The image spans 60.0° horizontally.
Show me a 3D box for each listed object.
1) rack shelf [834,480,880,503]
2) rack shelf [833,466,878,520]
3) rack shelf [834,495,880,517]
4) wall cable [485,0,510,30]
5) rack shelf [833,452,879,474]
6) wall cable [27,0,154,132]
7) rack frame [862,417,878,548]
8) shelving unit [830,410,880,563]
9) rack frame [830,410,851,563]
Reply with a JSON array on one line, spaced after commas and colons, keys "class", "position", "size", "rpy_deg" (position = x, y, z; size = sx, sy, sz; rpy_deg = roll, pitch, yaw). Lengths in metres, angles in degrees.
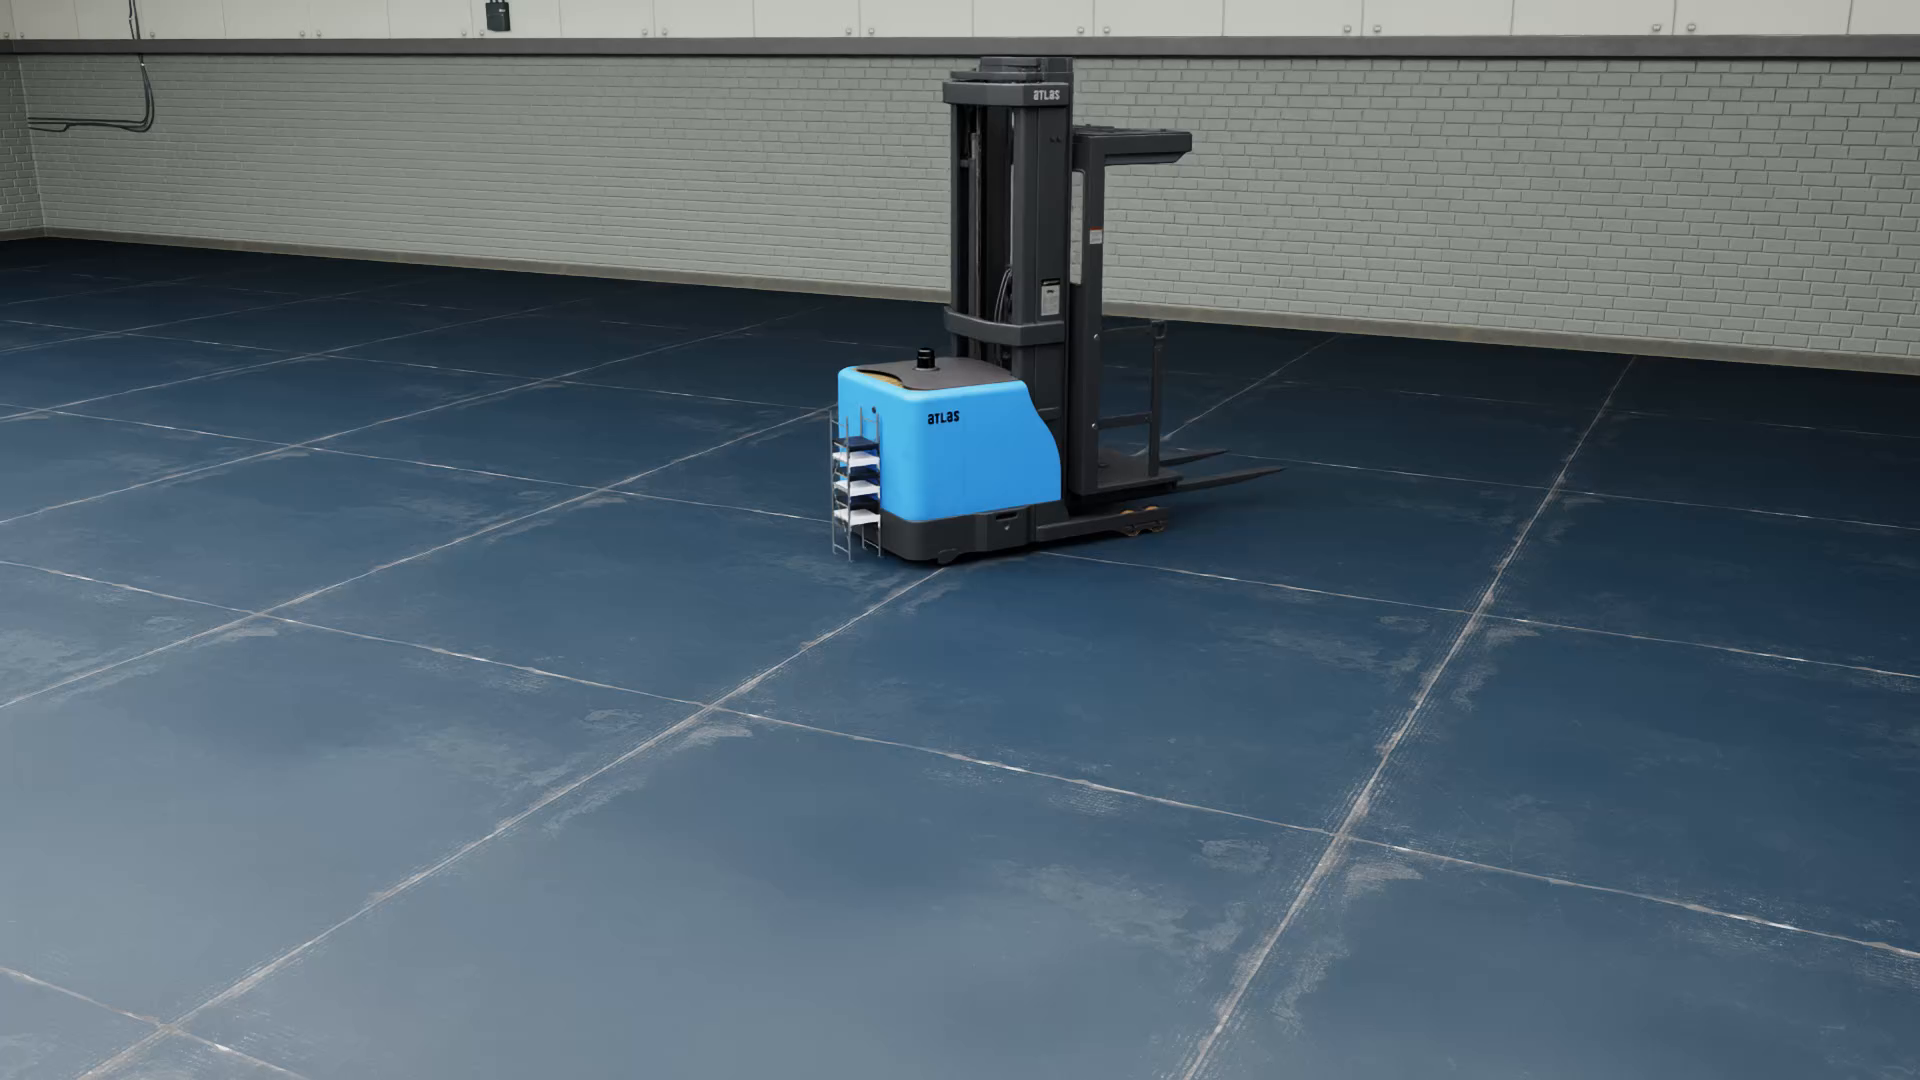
[{"class": "rack shelf", "position": [-0.633, -0.303, 10.080], "size": [0.200, 0.077, 0.258], "rpy_deg": [-9, 19, -29]}, {"class": "rack shelf", "position": [-0.633, -0.286, 10.085], "size": [0.190, 0.281, 0.221], "rpy_deg": [-9, 19, -29]}, {"class": "rack shelf", "position": [-0.633, -0.216, 10.106], "size": [0.200, 0.077, 0.258], "rpy_deg": [-9, 19, -29]}, {"class": "wall cable", "position": [-5.249, -9.530, 20.833], "size": [2.305, 6.003, 0.169], "rpy_deg": [8, 18, 25]}, {"class": "rack shelf", "position": [-0.633, -0.475, 10.029], "size": [0.200, 0.077, 0.258], "rpy_deg": [-9, 19, -29]}, {"class": "wall cable", "position": [-13.735, -7.623, 25.839], "size": [3.097, 2.526, 0.112], "rpy_deg": [8, 18, 25]}, {"class": "rack frame", "position": [-0.546, -0.349, 10.120], "size": [0.003, 0.785, 0.228], "rpy_deg": [-9, 19, -29]}, {"class": "shelving unit", "position": [-0.634, -0.334, 10.070], "size": [0.208, 0.900, 0.258], "rpy_deg": [-9, 19, -29]}, {"class": "rack frame", "position": [-0.721, -0.320, 10.021], "size": [0.006, 0.900, 0.240], "rpy_deg": [-9, 19, -29]}]
